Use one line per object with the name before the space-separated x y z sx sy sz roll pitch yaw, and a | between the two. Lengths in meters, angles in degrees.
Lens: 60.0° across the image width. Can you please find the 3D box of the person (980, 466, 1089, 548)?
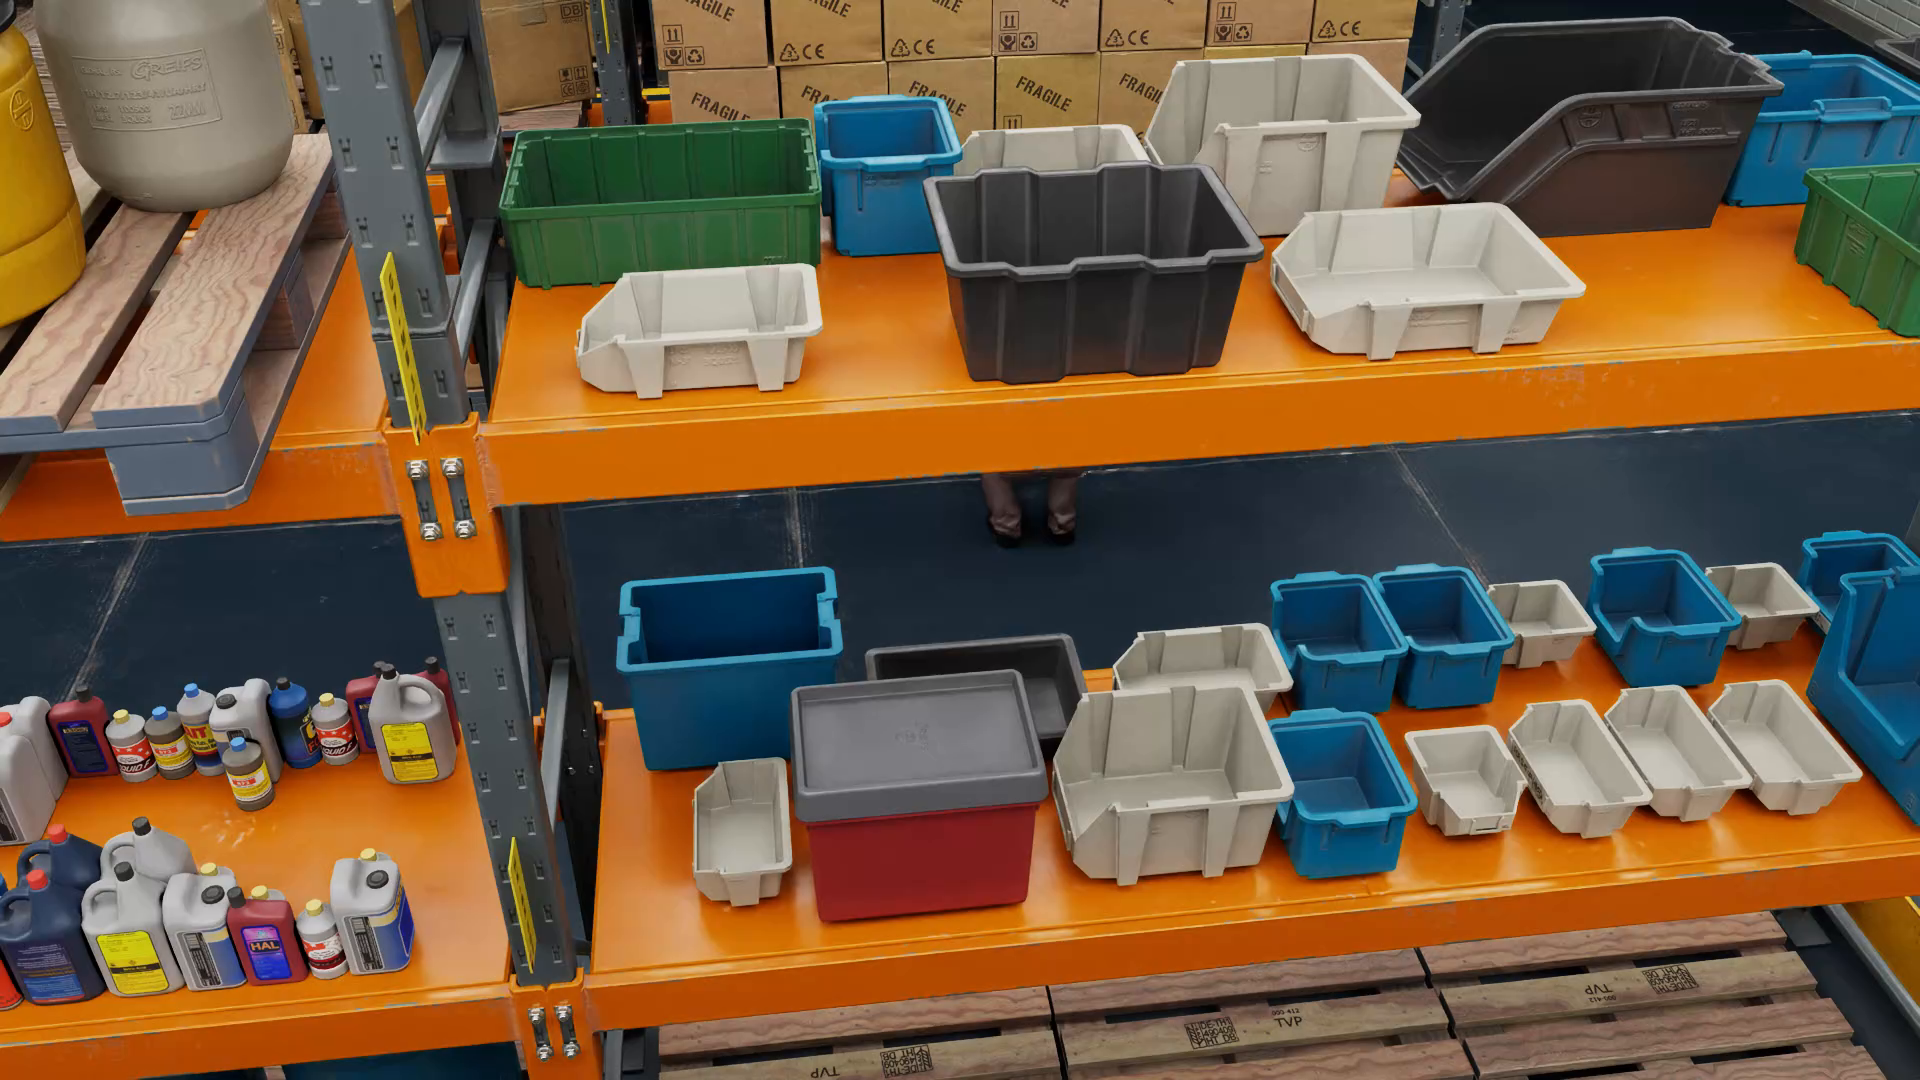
person | 0.288 -0.521 7.534 0.550 1.032 0.848 -4 35 -6
